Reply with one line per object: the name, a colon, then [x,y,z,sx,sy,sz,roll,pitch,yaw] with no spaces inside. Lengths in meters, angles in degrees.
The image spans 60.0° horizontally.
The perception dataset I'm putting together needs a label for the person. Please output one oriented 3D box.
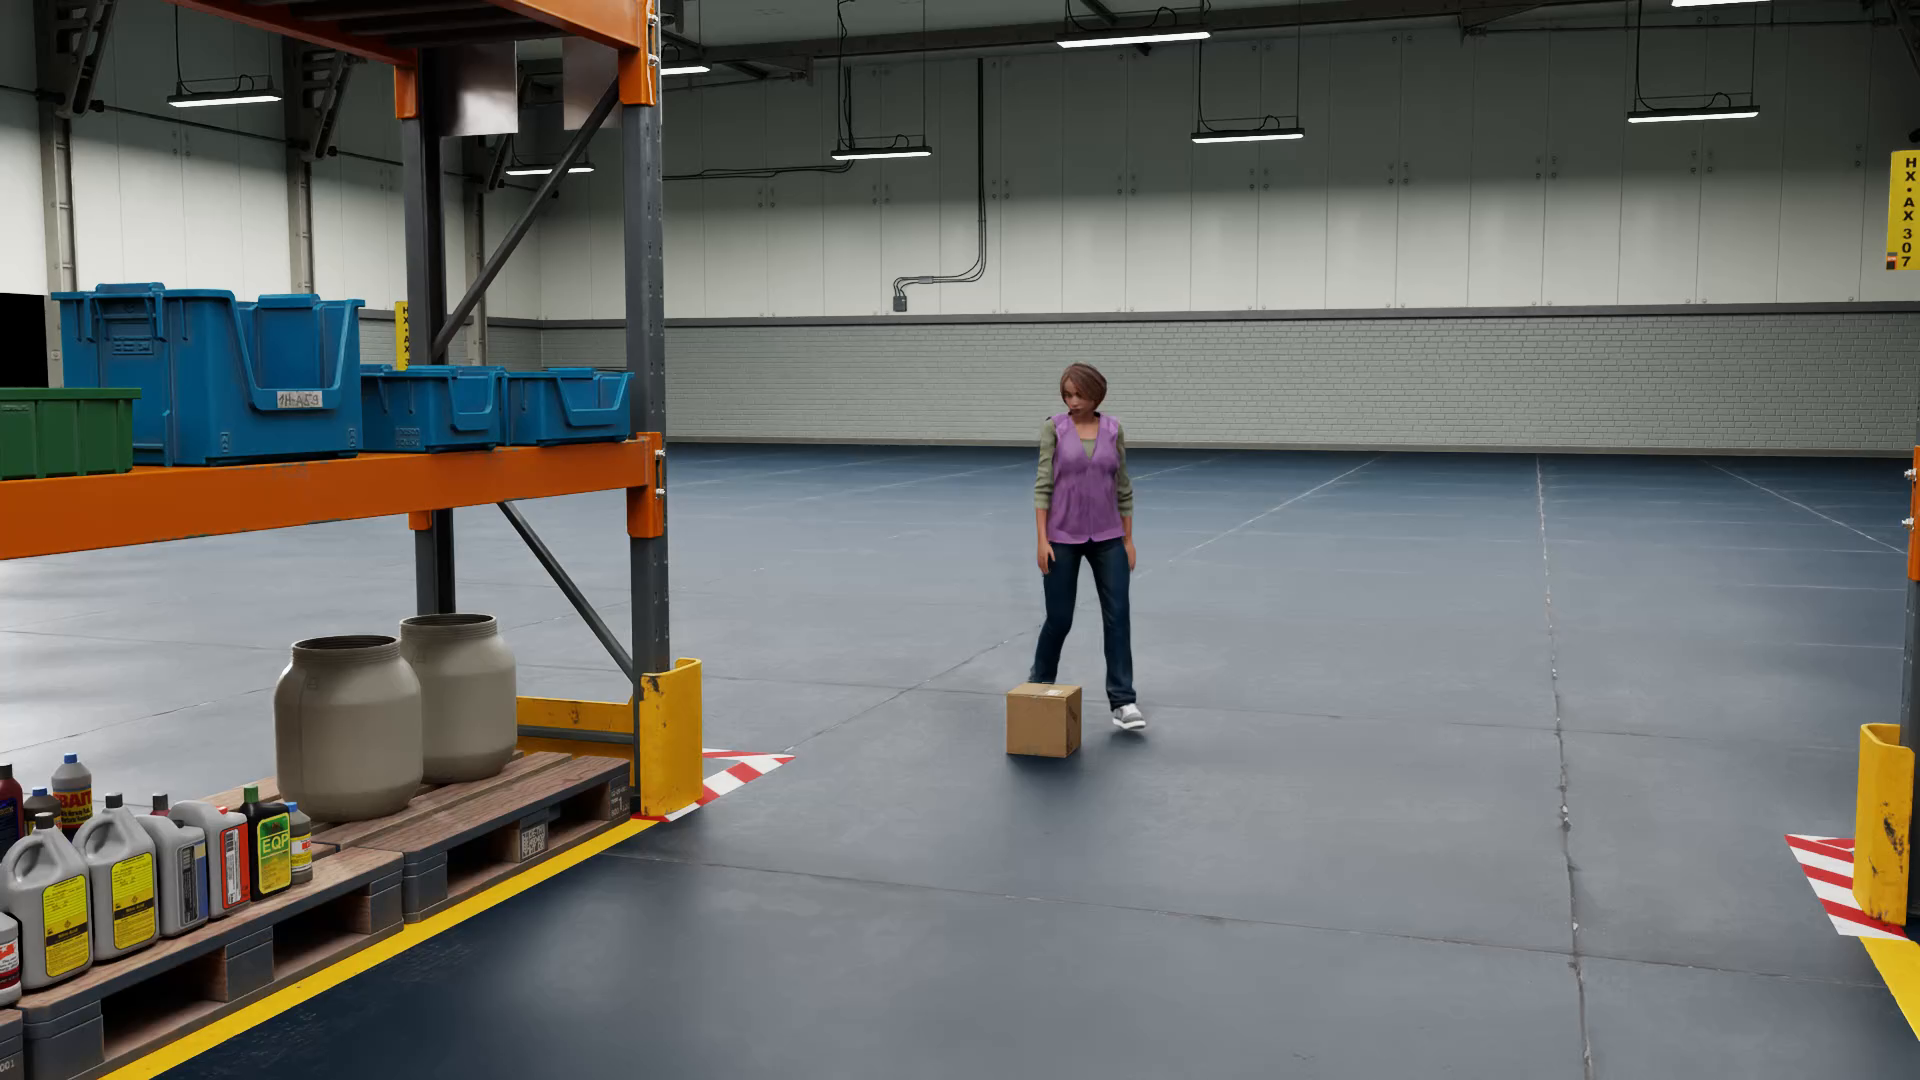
person: [0.551,0.015,7.237,0.460,1.565,0.615,-1,5,-7]
